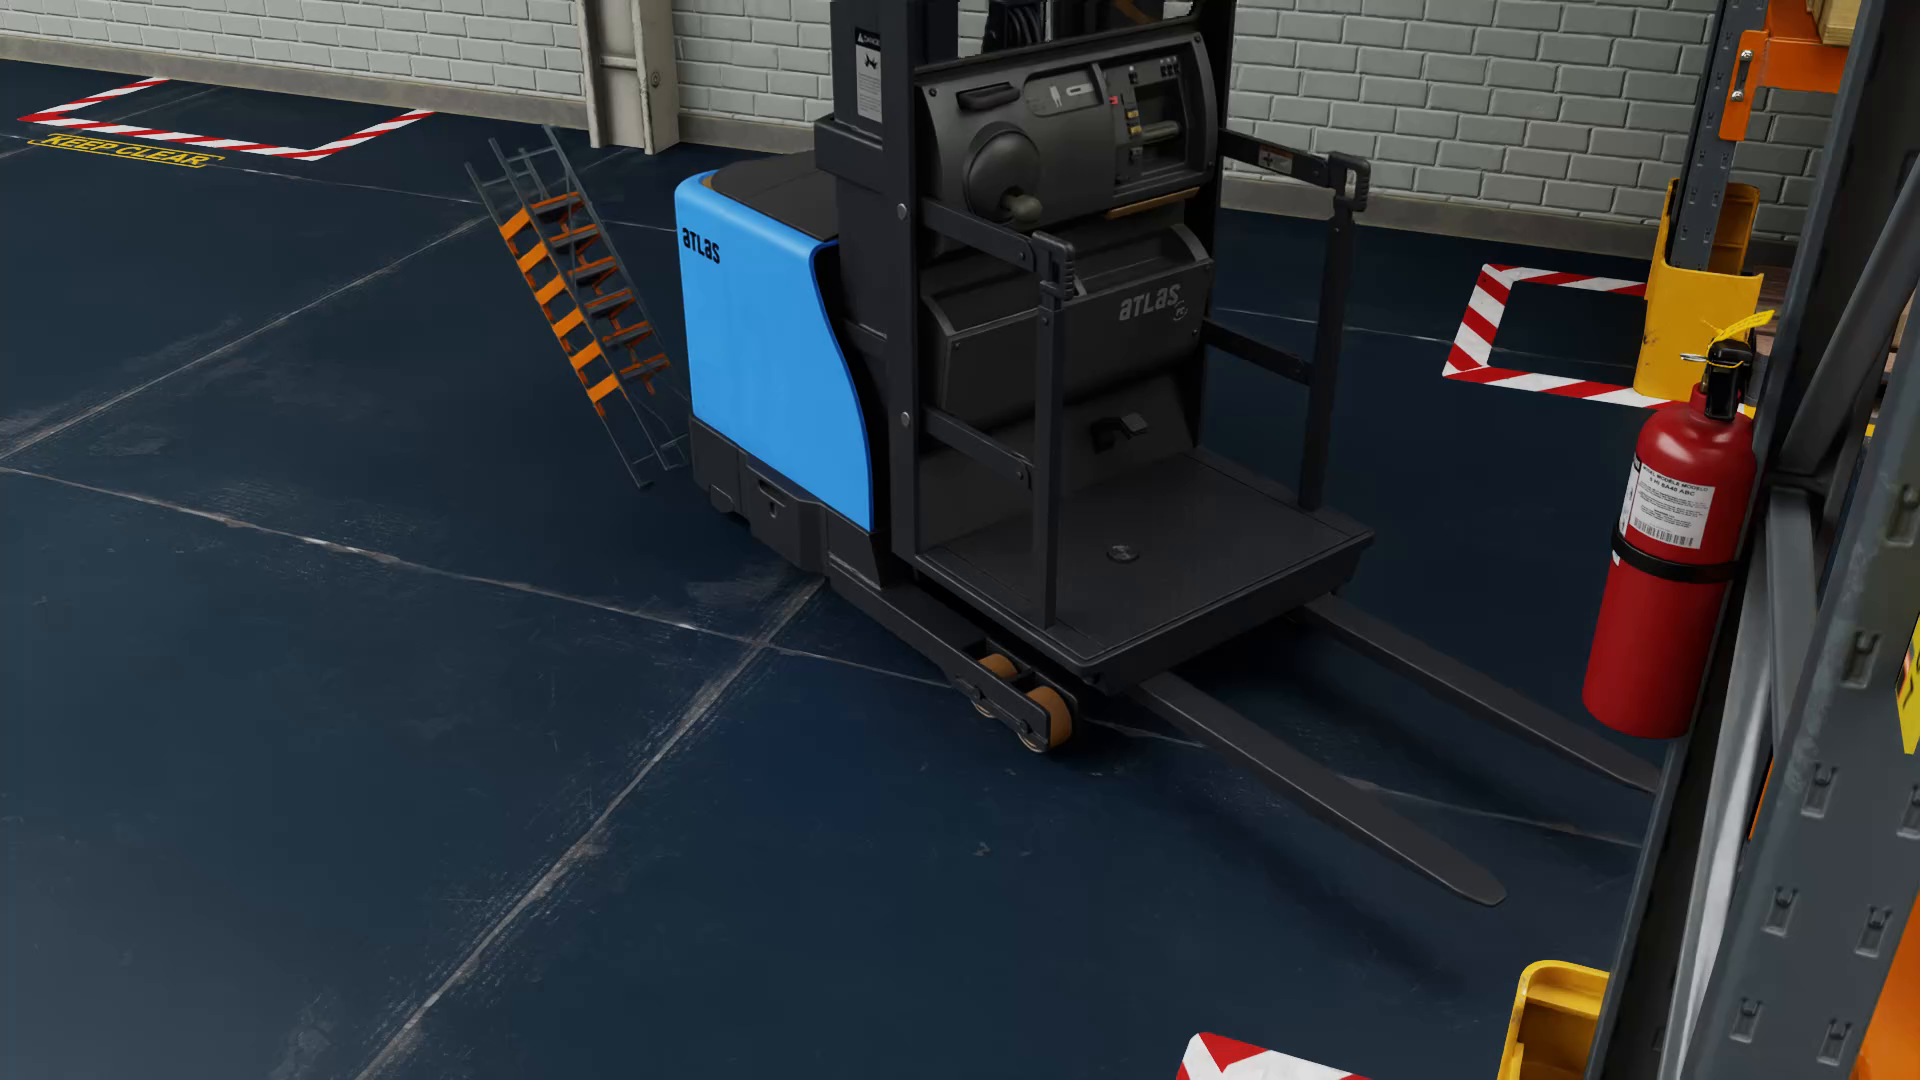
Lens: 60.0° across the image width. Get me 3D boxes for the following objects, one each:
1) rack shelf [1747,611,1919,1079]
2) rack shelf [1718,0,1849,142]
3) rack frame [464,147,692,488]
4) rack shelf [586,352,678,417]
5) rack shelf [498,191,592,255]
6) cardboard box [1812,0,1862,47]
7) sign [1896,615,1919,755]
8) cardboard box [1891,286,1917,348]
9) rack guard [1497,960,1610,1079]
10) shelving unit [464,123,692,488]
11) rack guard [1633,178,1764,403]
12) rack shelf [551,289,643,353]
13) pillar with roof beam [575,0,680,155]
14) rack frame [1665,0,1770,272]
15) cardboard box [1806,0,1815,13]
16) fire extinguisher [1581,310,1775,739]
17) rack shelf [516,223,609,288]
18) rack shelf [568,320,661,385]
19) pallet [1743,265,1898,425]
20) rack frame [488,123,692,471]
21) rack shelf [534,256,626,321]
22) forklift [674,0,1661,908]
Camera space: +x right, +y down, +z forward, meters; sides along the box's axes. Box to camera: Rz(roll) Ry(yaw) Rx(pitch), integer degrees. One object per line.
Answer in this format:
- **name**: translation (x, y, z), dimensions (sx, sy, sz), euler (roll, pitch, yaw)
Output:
- **rack shelf**: translation (2.815, 0.845, 1.438), dimensions (4.000, 0.370, 1.077), euler (11, 31, 19)
- **rack shelf**: translation (4.674, -1.415, 5.435), dimensions (4.000, 0.370, 1.077), euler (11, 31, 19)
- **rack frame**: translation (-1.276, -0.751, 5.588), dimensions (0.006, 1.200, 0.240), euler (-23, 6, 46)
- **rack shelf**: translation (-1.086, -0.525, 5.544), dimensions (0.180, 0.103, 0.258), euler (-23, 6, 46)
- **rack shelf**: translation (-1.363, -1.055, 5.497), dimensions (0.180, 0.103, 0.258), euler (-23, 6, 46)
- **cardboard box**: translation (3.154, -1.806, 5.529), dimensions (0.500, 0.250, 0.500), euler (10, 31, 18)
- **sign**: translation (0.747, 0.002, 1.237), dimensions (0.005, 0.325, 0.100), euler (11, 31, 19)
- **cardboard box**: translation (3.428, -0.950, 6.167), dimensions (0.500, 0.311, 0.500), euler (8, 30, 13)
- **rack guard**: translation (0.939, 1.245, 2.539), dimensions (0.348, 0.500, 1.175), euler (11, 31, 19)
- **shelving unit**: translation (-1.217, -0.776, 5.522), dimensions (0.189, 1.200, 0.258), euler (-23, 6, 46)
- **rack guard**: translation (2.891, -0.996, 6.503), dimensions (0.348, 0.500, 1.175), euler (11, 31, 19)
- **rack shelf**: translation (-1.197, -0.737, 5.525), dimensions (0.180, 0.103, 0.258), euler (-23, 6, 46)
- **pillar with roof beam**: translation (-3.384, -4.121, 3.397), dimensions (0.400, 9.000, 9.100), euler (11, 31, 19)
- **rack frame**: translation (2.821, -2.098, 5.913), dimensions (0.127, 3.000, 1.000), euler (11, 31, 19)
- **cardboard box**: translation (3.327, -2.043, 5.948), dimensions (0.500, 0.250, 0.500), euler (12, 32, 20)
- **fire extinguisher**: translation (1.027, -0.038, 2.348), dimensions (0.183, 0.674, 0.296), euler (11, 31, 19)
- **rack shelf**: translation (-1.308, -0.949, 5.506), dimensions (0.180, 0.103, 0.258), euler (-23, 6, 46)
- **rack shelf**: translation (-1.141, -0.631, 5.534), dimensions (0.180, 0.103, 0.258), euler (-23, 6, 46)
- **pallet**: translation (3.631, -0.703, 6.280), dimensions (1.213, 0.211, 1.003), euler (11, 31, 19)
- **rack frame**: translation (-1.159, -0.801, 5.455), dimensions (0.006, 1.200, 0.240), euler (-23, 6, 46)
- **rack shelf**: translation (-1.252, -0.843, 5.516), dimensions (0.180, 0.103, 0.258), euler (-23, 6, 46)
- **forklift**: translation (0.429, -1.007, 4.054), dimensions (1.130, 2.935, 3.031), euler (-21, 36, -33)
